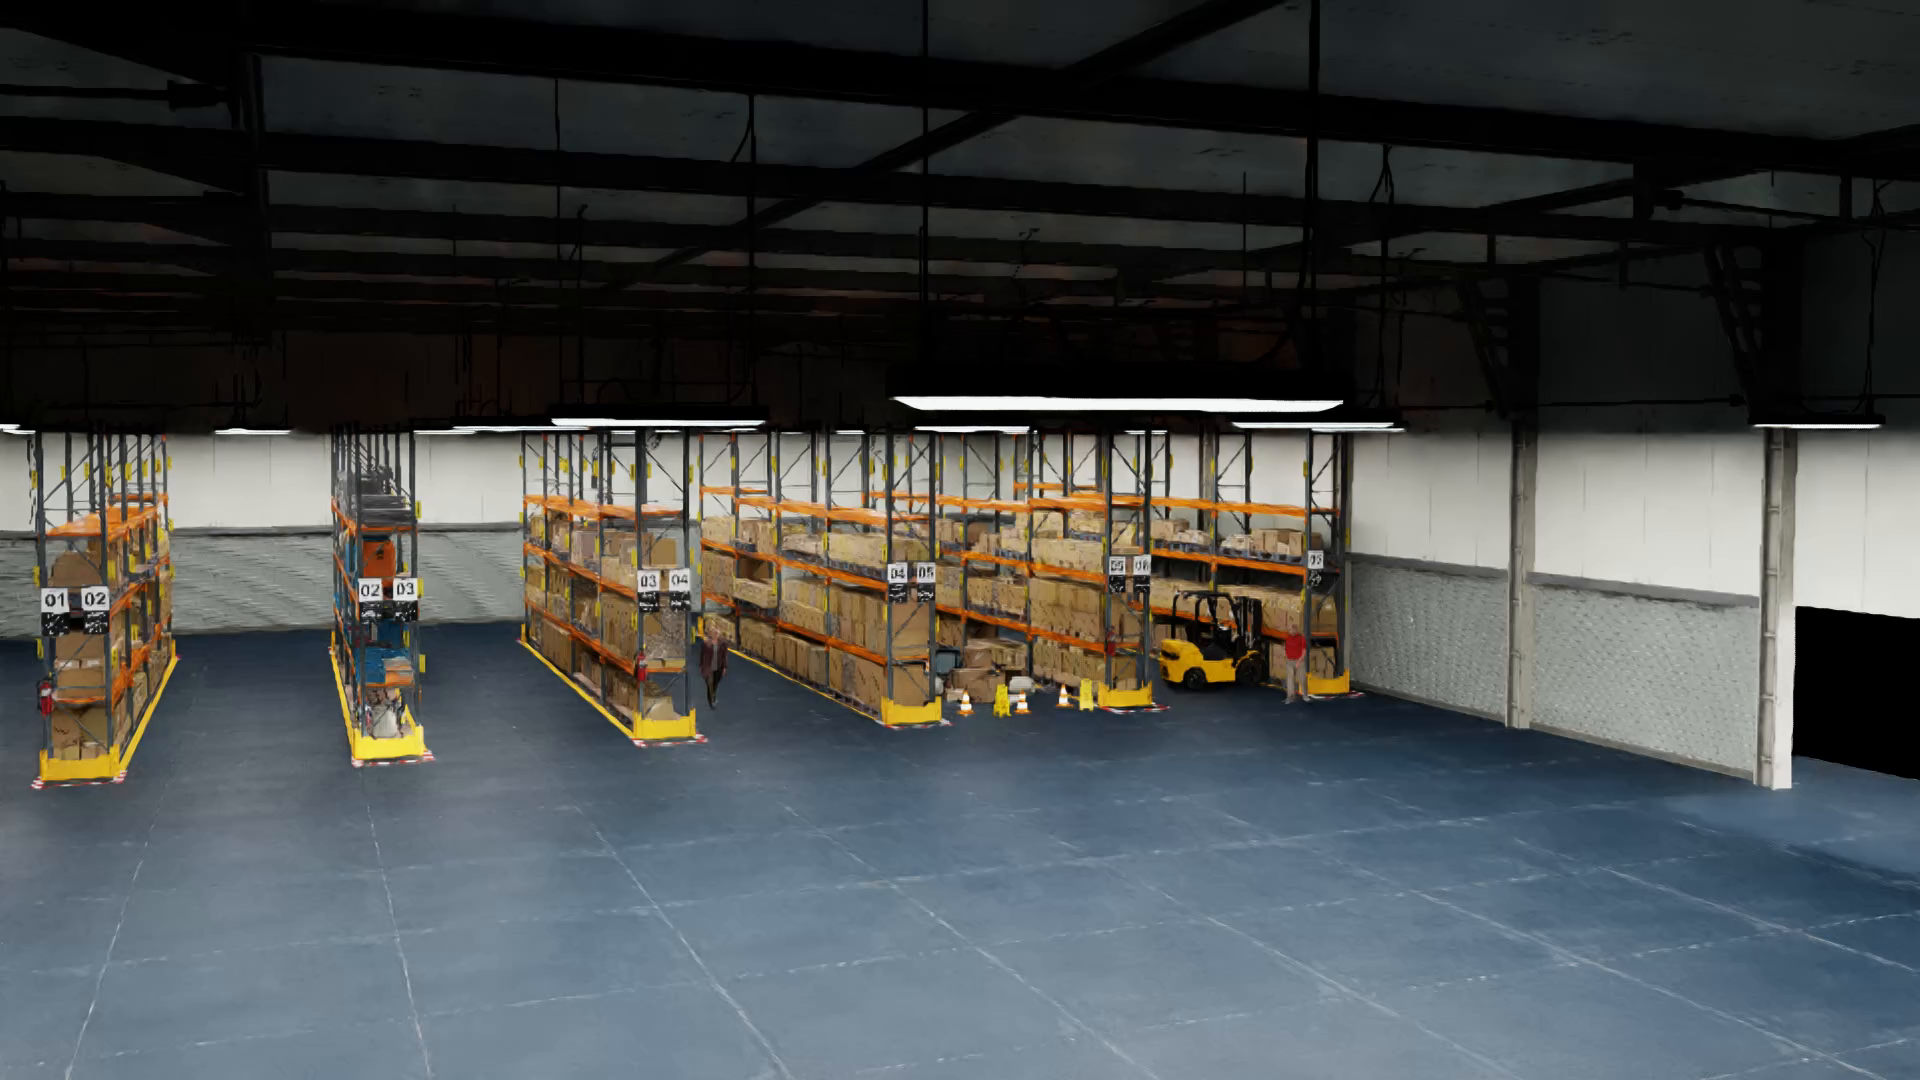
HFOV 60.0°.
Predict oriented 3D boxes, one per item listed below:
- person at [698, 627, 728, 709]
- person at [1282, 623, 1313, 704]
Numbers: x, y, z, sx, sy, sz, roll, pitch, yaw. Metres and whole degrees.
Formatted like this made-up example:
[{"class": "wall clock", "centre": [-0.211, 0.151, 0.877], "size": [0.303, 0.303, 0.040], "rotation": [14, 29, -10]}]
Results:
[{"class": "person", "centre": [-5.172, 2.762, 35.009], "size": [0.588, 1.509, 1.193], "rotation": [-2, 4, -24]}, {"class": "person", "centre": [7.223, 2.639, 35.666], "size": [0.571, 1.707, 0.716], "rotation": [3, 5, 40]}]
